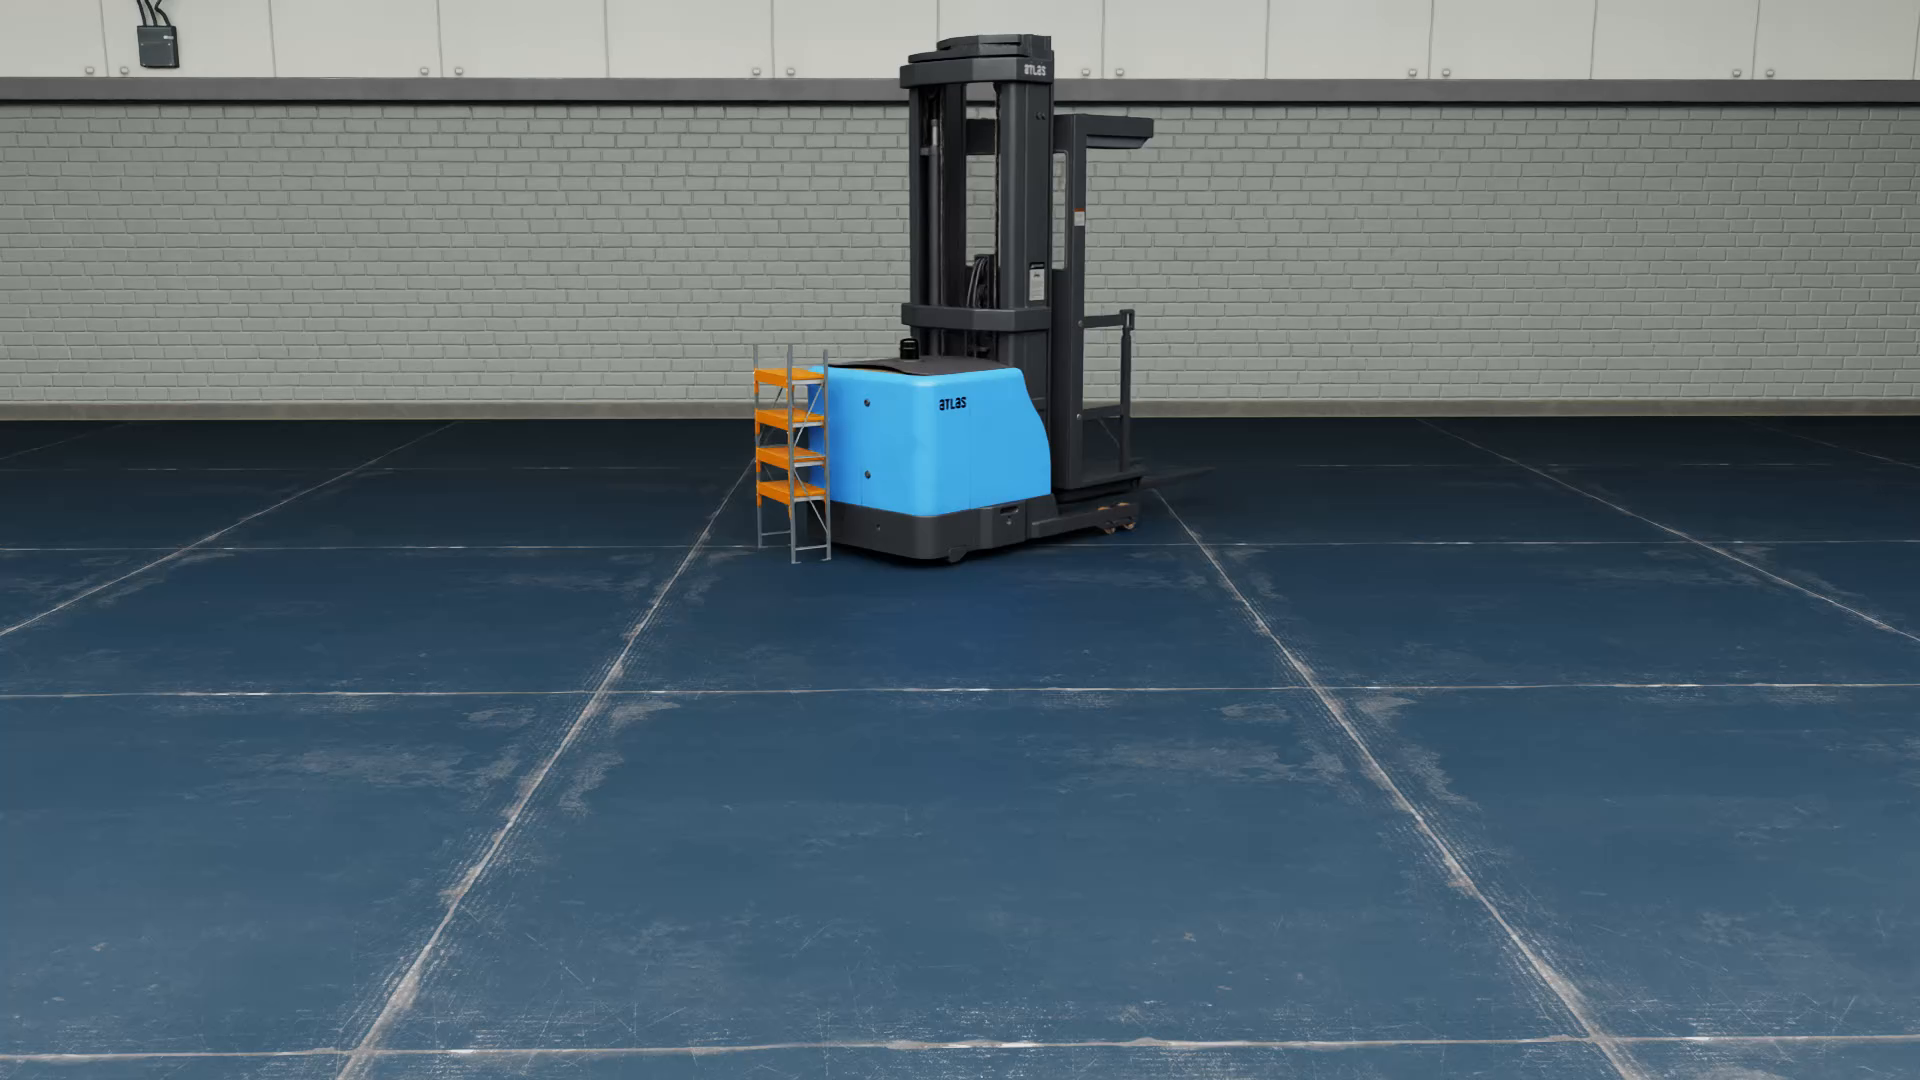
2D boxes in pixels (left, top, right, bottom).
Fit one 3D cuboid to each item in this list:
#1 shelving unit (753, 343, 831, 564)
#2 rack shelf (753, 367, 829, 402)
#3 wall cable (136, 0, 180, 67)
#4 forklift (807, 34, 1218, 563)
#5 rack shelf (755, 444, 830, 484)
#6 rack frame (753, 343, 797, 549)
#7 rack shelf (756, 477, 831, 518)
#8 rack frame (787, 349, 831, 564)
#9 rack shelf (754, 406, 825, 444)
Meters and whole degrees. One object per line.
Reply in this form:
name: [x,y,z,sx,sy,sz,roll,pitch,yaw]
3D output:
shelving unit: [-0.964,-0.507,9.538,0.258,1.200,0.503,-6,13,-28]
rack shelf: [-0.964,-0.892,9.460,0.258,0.148,0.480,-6,13,-28]
wall cable: [-6.192,-7.199,14.359,2.305,6.003,0.169,0,11,-1]
forklift: [0.480,-1.539,10.275,1.130,2.935,3.031,11,16,43]
rack shelf: [-0.964,-0.441,9.552,0.258,0.148,0.480,-6,13,-28]
rack frame: [-1.083,-0.549,9.747,0.240,1.200,0.015,-6,13,-28]
rack shelf: [-0.964,-0.246,9.591,0.258,0.148,0.480,-6,13,-28]
rack frame: [-0.845,-0.464,9.329,0.240,1.200,0.015,-6,13,-28]
rack shelf: [-0.964,-0.660,9.507,0.258,0.148,0.480,-6,13,-28]
